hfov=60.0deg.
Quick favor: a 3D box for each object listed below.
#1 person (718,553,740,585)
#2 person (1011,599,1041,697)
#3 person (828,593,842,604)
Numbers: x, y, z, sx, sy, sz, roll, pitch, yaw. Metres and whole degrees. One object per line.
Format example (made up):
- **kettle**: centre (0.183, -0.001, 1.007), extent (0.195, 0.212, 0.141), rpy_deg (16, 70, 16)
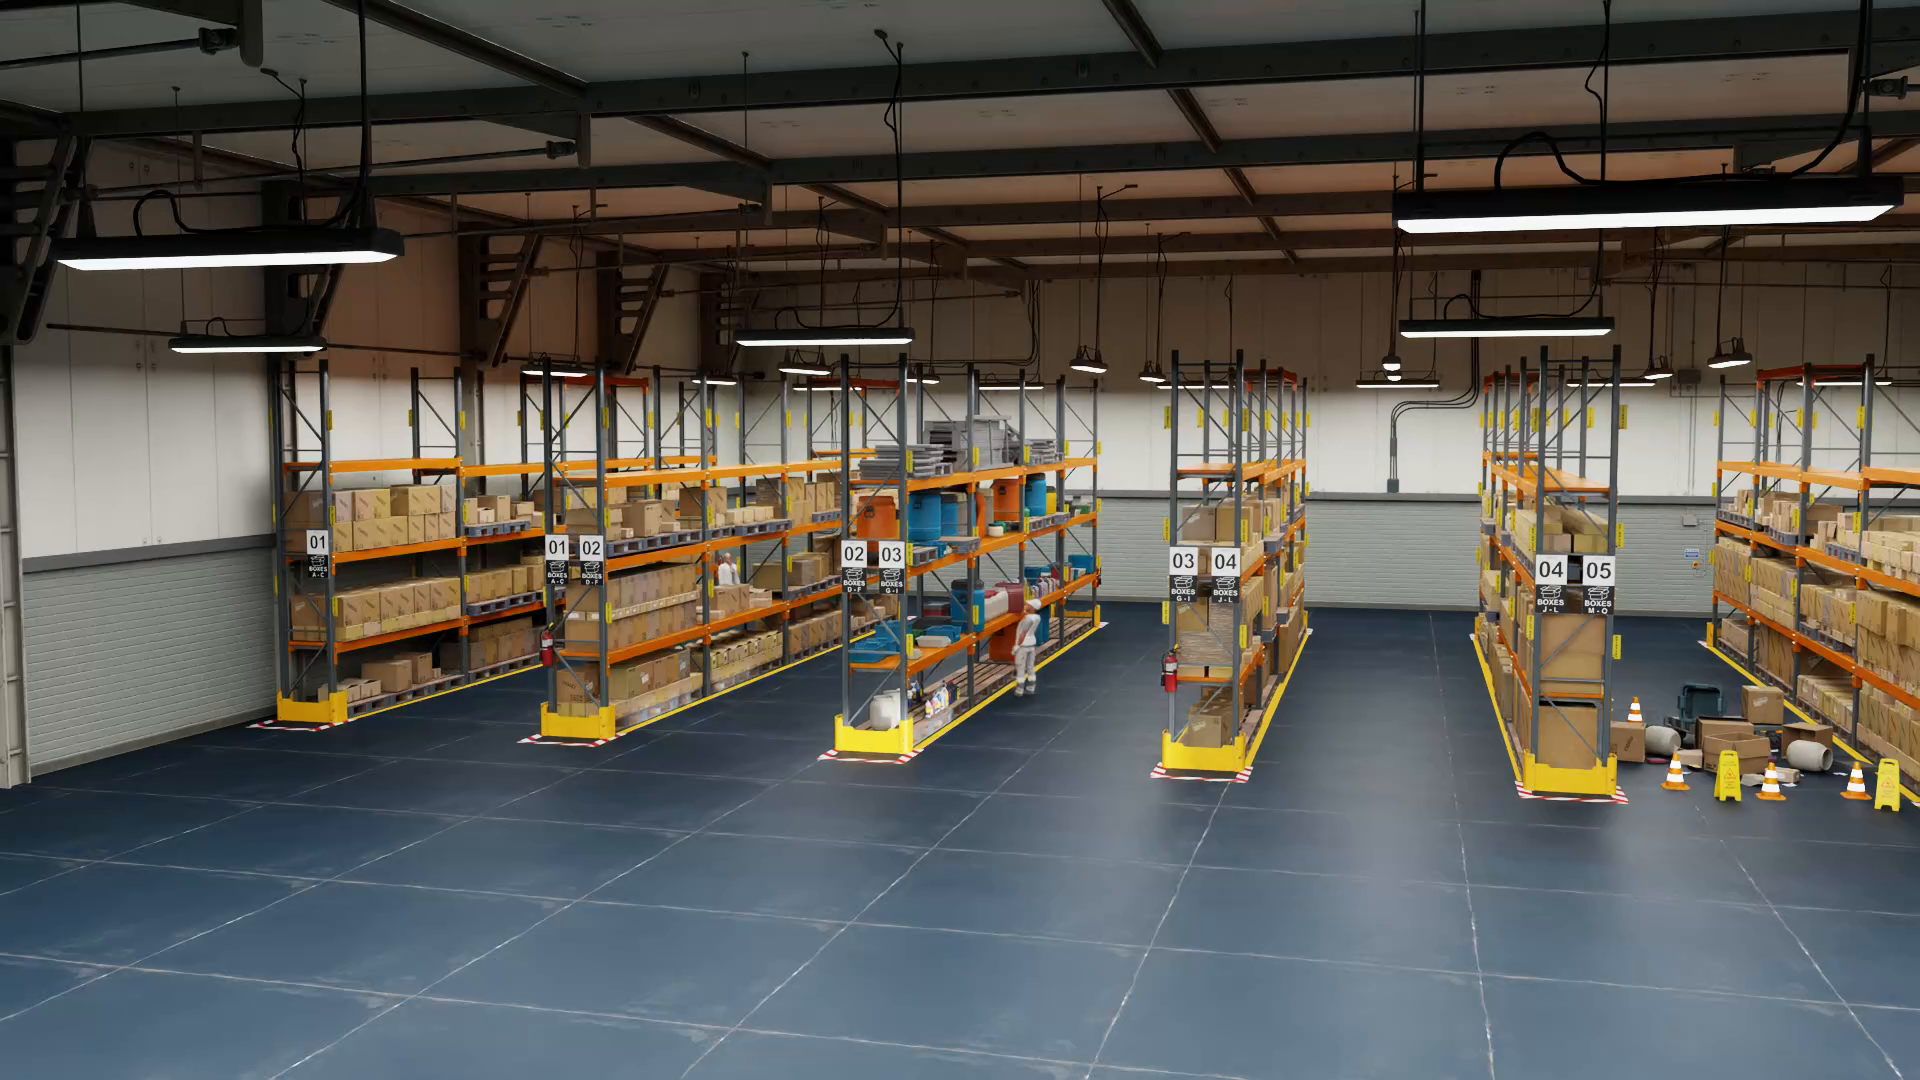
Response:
- **person**: centre (-5.622, 1.329, 40.474), extent (0.424, 1.614, 0.601), rpy_deg (2, 4, 23)
- **person**: centre (1.189, 1.944, 30.067), extent (0.485, 1.770, 0.592), rpy_deg (3, 5, 38)
- **person**: centre (-3.206, 1.028, 42.873), extent (0.586, 1.809, 0.406), rpy_deg (-4, 6, -45)
